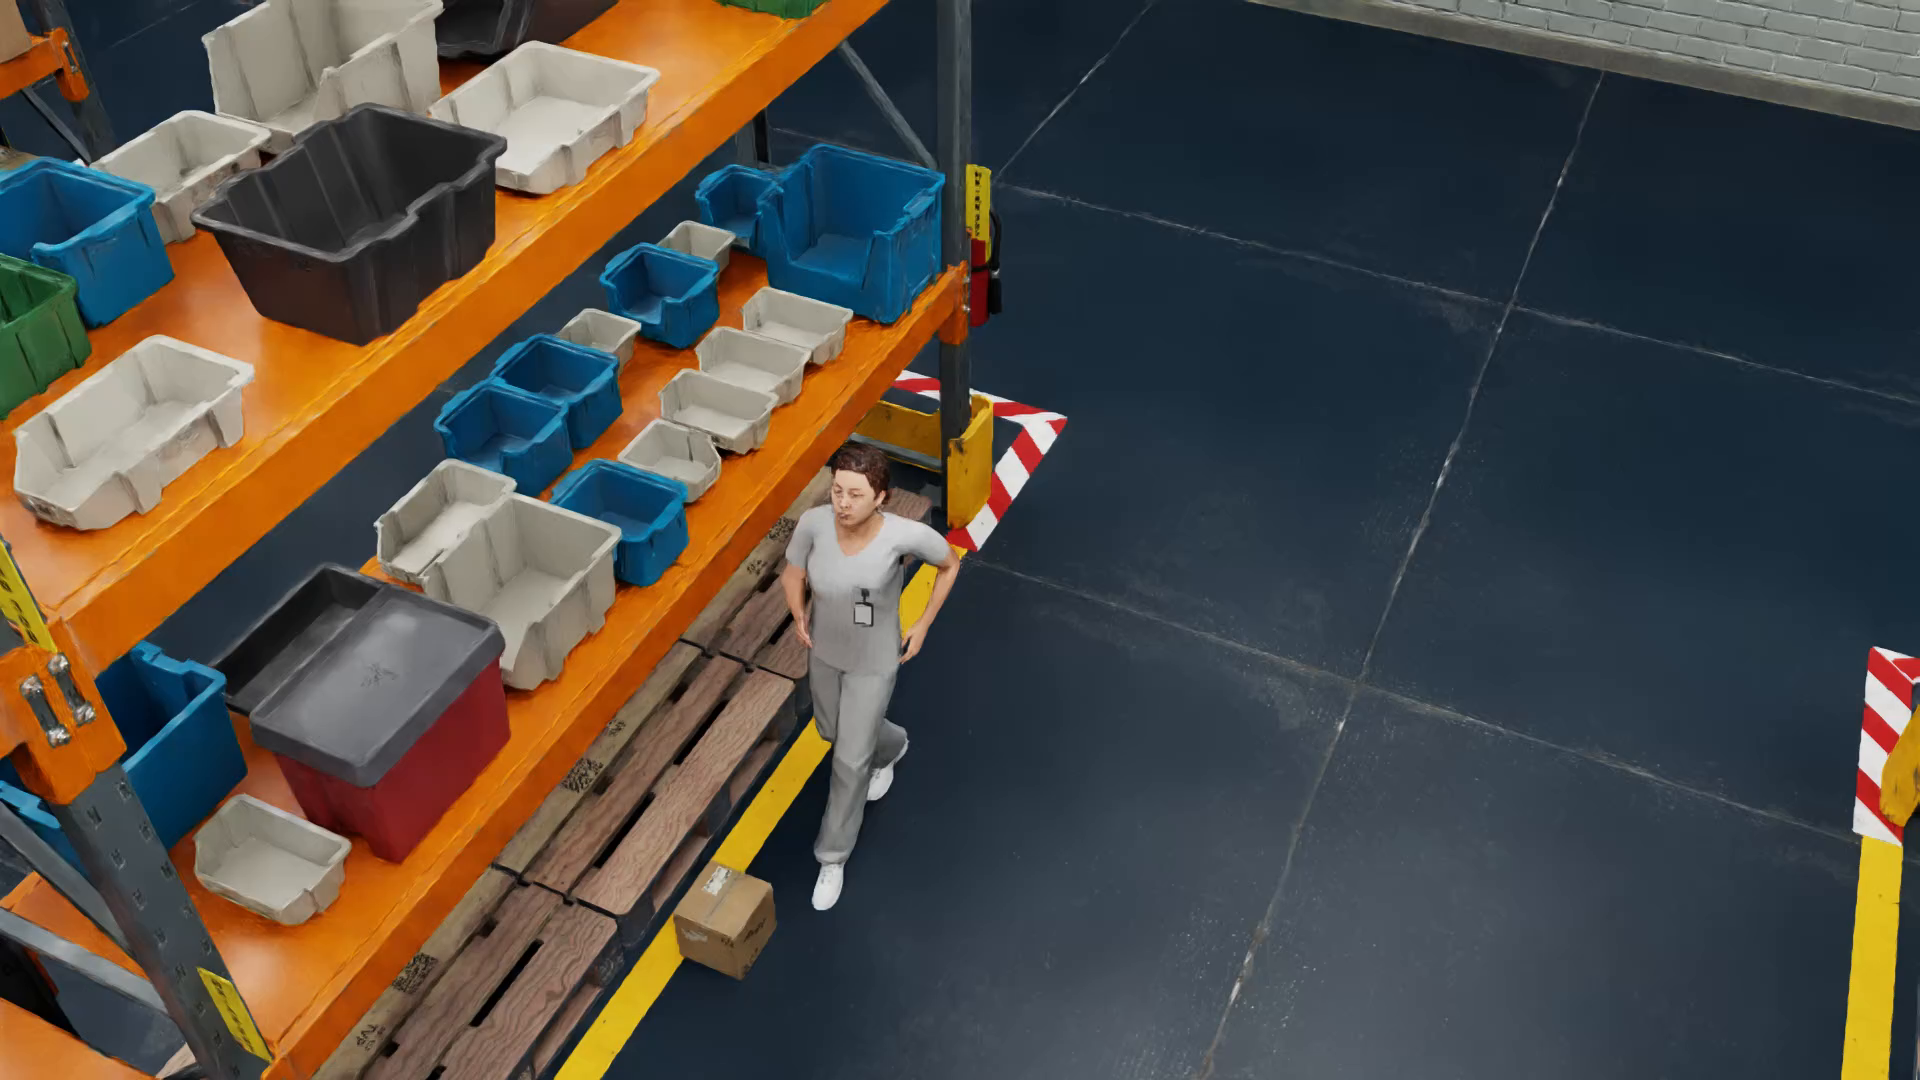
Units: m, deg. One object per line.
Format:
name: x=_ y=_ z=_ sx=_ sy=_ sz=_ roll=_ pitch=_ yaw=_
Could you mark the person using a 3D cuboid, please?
person: x=-0.404 y=0.460 z=5.680 sx=0.527 sy=1.627 sz=0.797 roll=20 pitch=46 yaw=21
